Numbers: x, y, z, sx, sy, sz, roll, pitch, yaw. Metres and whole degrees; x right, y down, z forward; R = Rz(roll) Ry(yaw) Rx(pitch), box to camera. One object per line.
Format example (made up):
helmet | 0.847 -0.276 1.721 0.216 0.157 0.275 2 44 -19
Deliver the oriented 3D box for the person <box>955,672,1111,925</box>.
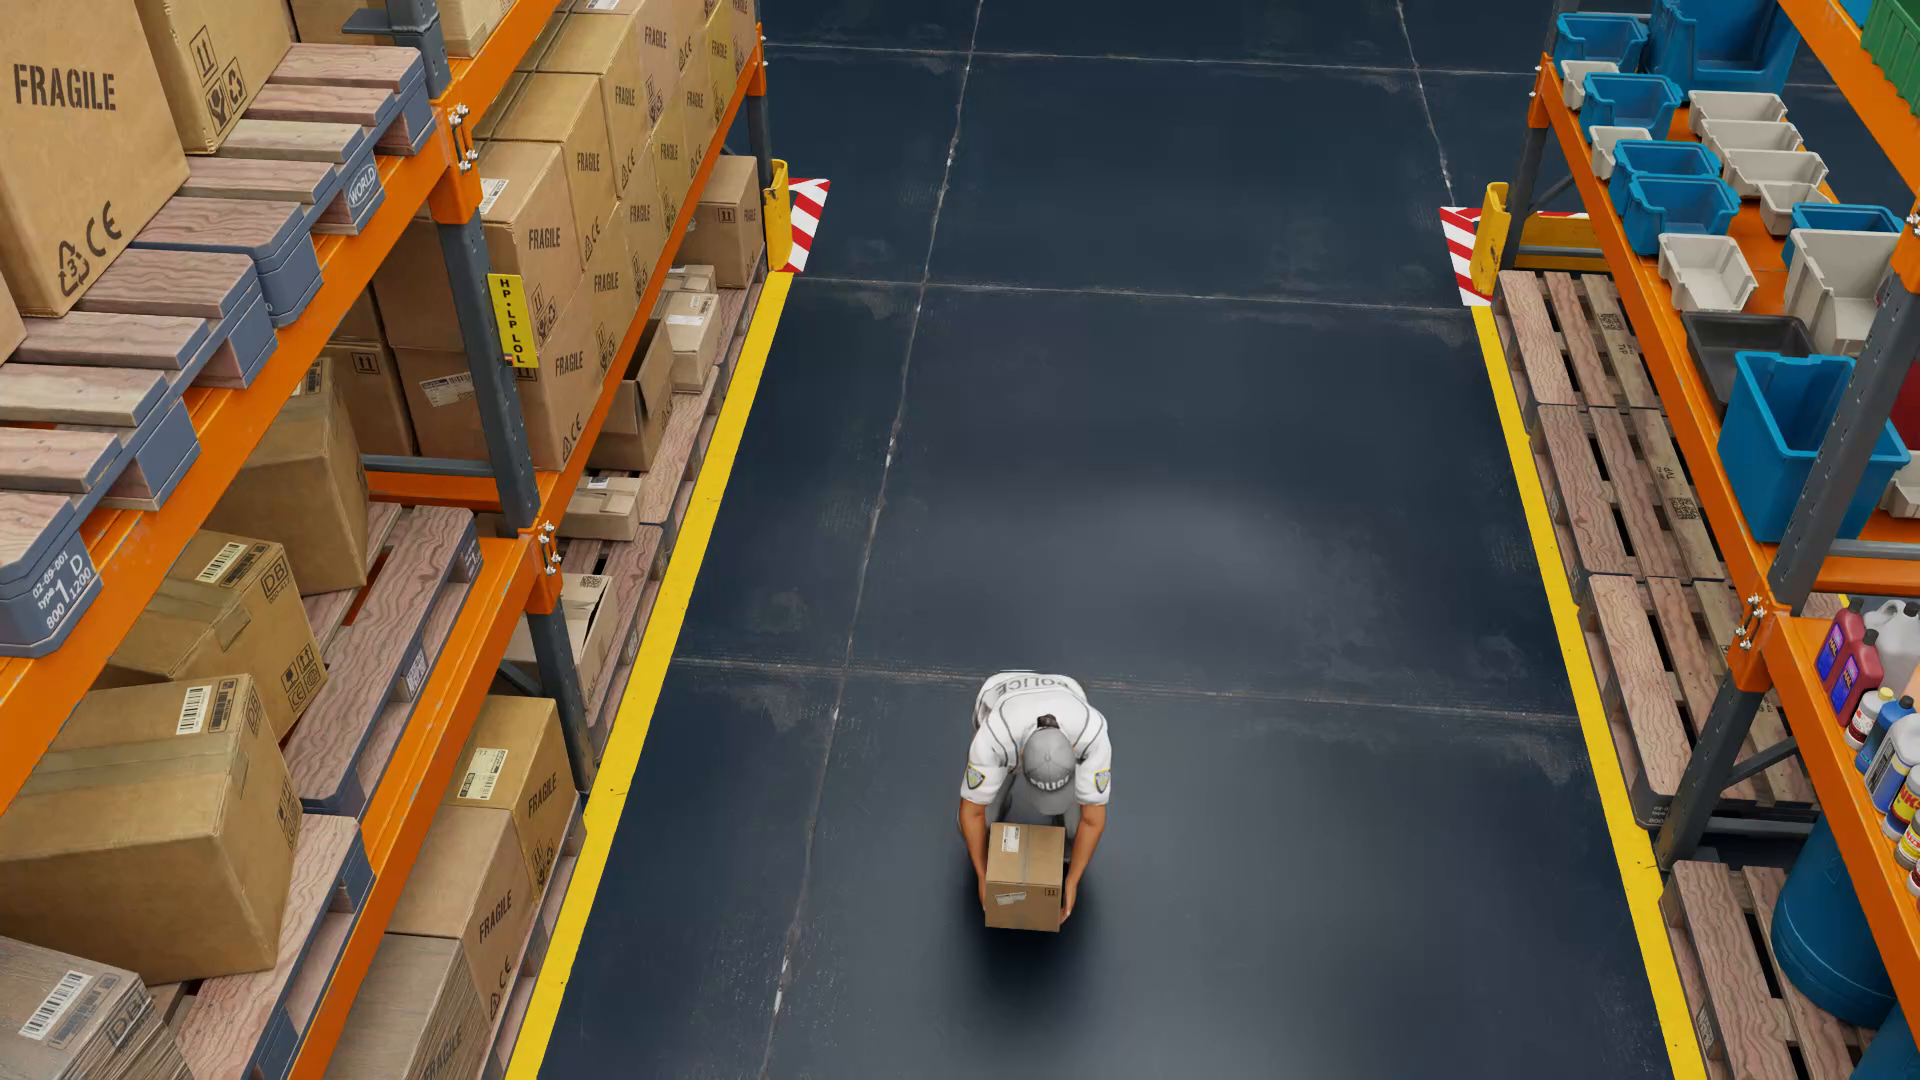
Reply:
person | 0.256 0.804 5.784 0.527 0.930 0.861 3 40 4
